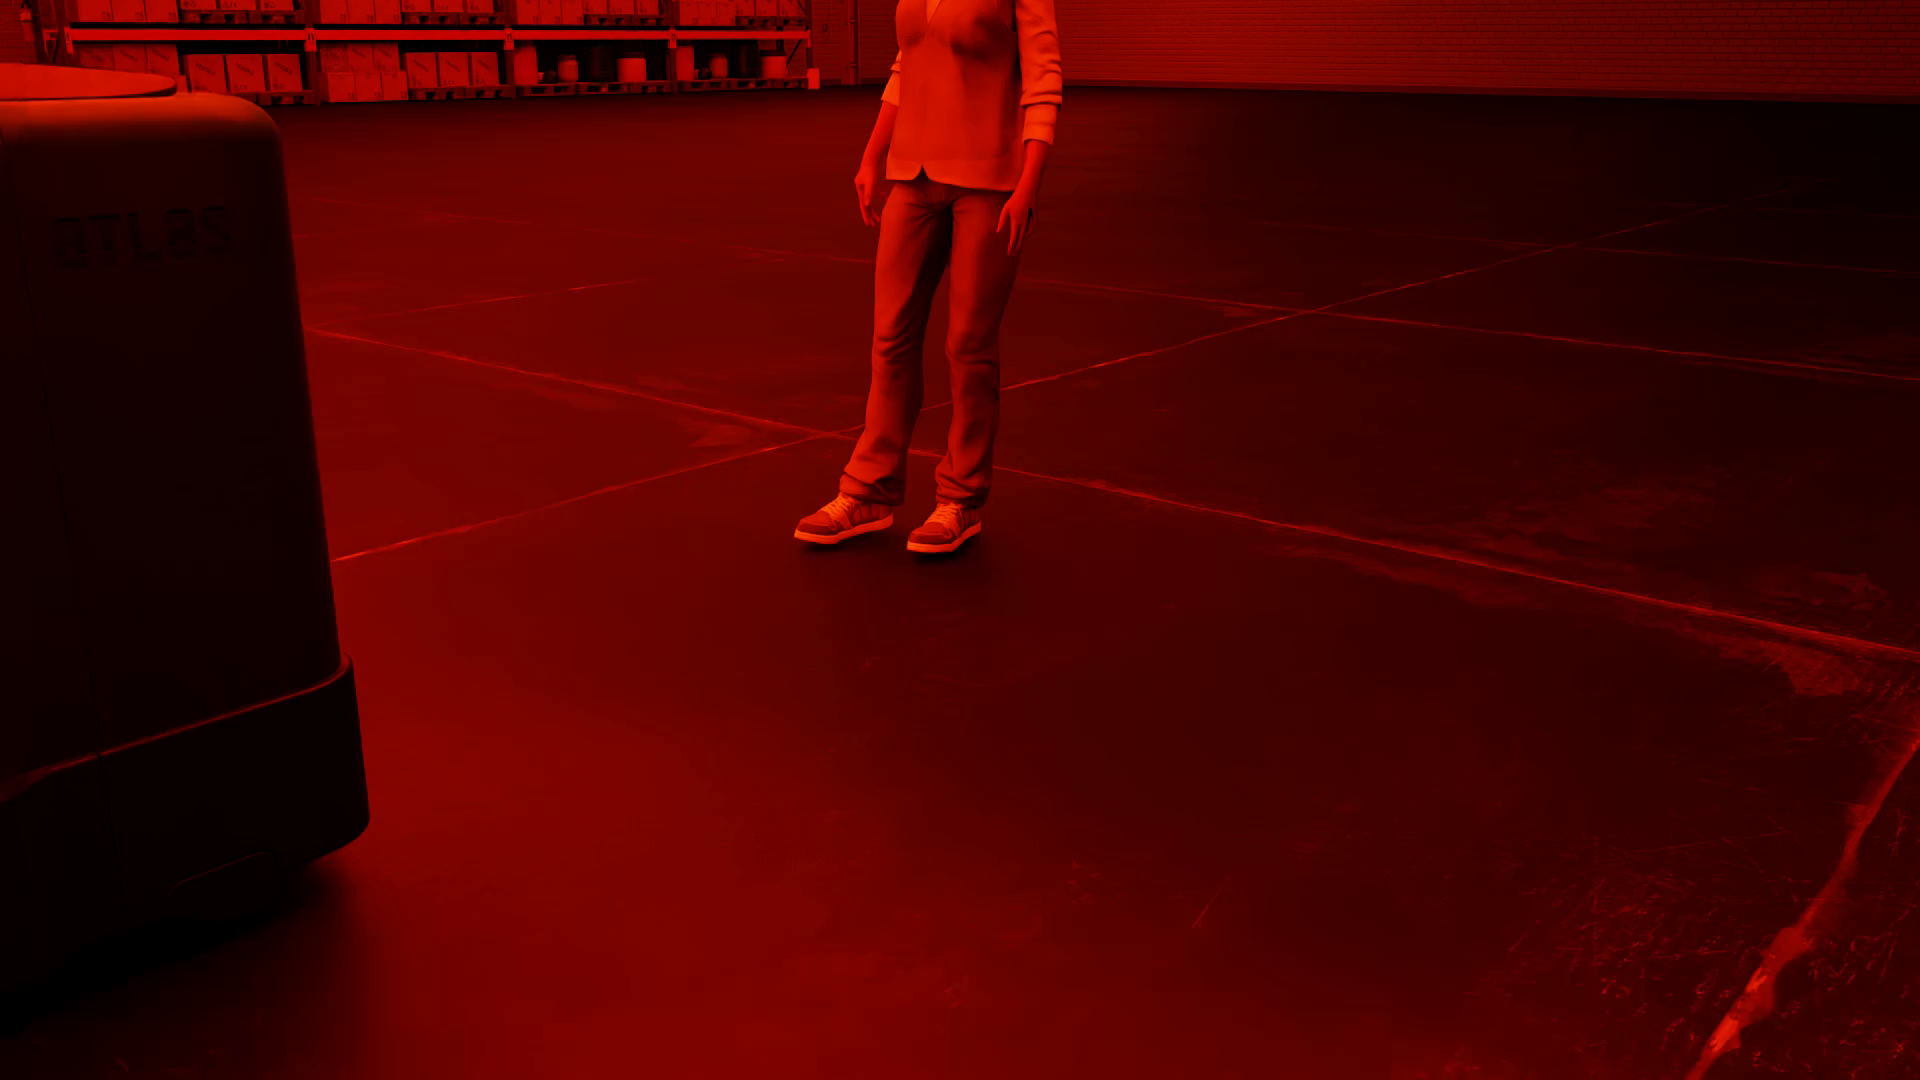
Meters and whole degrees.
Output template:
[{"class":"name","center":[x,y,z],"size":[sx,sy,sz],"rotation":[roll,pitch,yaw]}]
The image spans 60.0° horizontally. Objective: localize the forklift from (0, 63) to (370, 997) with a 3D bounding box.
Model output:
[{"class":"forklift","center":[-2.176,-0.692,1.176],"size":[1.130,2.935,3.031],"rotation":[14,22,38]}]

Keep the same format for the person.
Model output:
[{"class":"person","center":[-0.059,-0.757,3.661],"size":[0.520,1.599,0.473],"rotation":[13,21,37]}]
